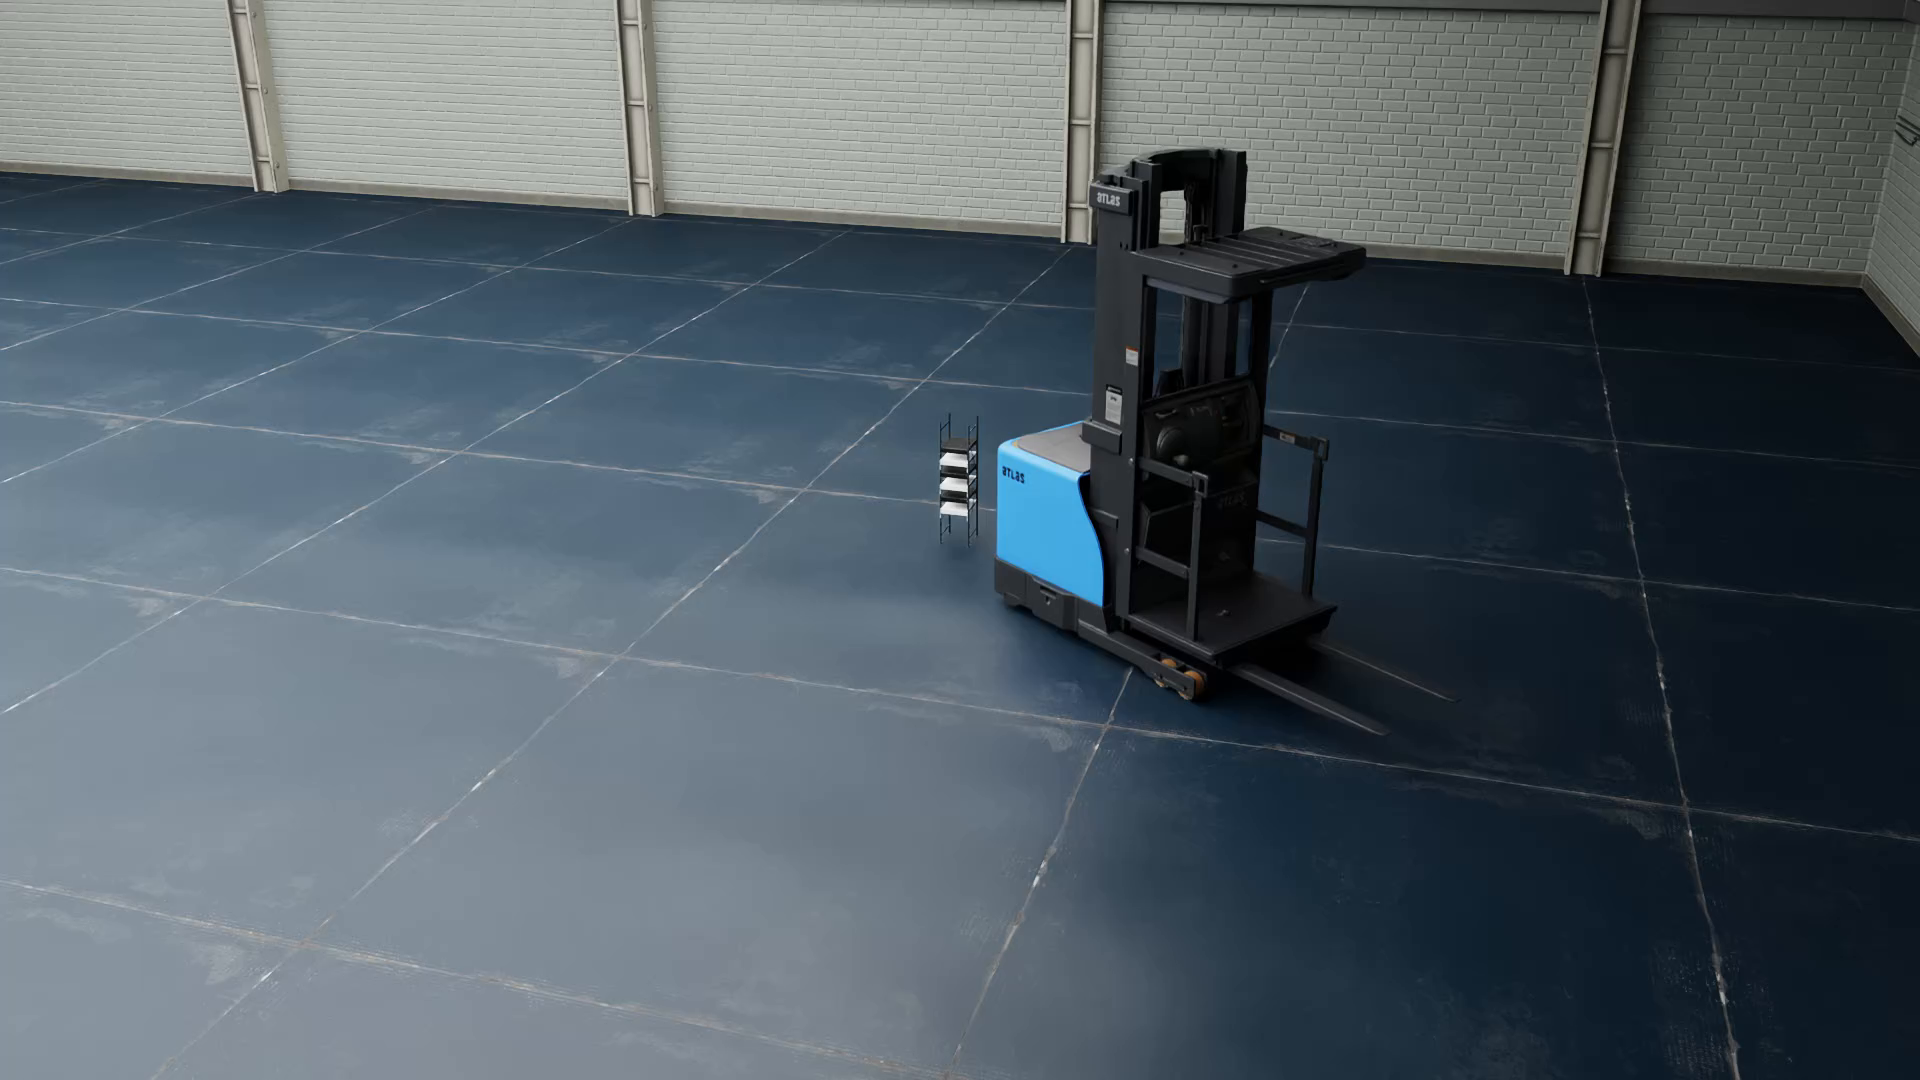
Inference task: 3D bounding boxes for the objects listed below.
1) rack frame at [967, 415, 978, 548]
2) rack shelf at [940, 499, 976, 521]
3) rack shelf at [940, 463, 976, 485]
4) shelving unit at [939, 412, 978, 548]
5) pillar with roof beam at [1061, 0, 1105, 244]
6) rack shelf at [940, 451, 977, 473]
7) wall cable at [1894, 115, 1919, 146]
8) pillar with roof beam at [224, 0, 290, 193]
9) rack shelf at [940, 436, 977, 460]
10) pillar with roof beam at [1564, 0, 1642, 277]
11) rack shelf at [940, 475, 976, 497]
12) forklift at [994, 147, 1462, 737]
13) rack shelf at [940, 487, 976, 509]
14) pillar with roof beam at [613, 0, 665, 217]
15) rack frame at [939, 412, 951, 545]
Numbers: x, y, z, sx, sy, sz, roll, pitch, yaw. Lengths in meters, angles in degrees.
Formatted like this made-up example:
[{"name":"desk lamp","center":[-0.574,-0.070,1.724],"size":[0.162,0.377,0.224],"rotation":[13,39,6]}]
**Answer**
[{"name":"rack frame","center":[0.090,-0.406,11.574],"size":[0.006,0.900,0.240],"rotation":[7,23,16]},{"name":"rack shelf","center":[-0.008,-0.220,11.682],"size":[0.200,0.077,0.258],"rotation":[7,23,16]},{"name":"rack shelf","center":[-0.008,-0.470,11.580],"size":[0.200,0.077,0.258],"rotation":[7,23,16]},{"name":"shelving unit","center":[-0.008,-0.417,11.601],"size":[0.210,0.900,0.258],"rotation":[7,23,16]},{"name":"pillar with roof beam","center":[0.257,-6.370,15.443],"size":[0.400,9.000,9.100],"rotation":[7,23,16]},{"name":"rack shelf","center":[-0.008,-0.553,11.546],"size":[0.200,0.077,0.258],"rotation":[7,23,16]},{"name":"wall cable","center":[9.683,-5.037,16.283],"size":[0.112,2.526,3.097],"rotation":[7,23,16]},{"name":"pillar with roof beam","center":[-11.232,-7.686,18.650],"size":[0.400,9.000,9.100],"rotation":[7,23,16]},{"name":"rack shelf","center":[-0.008,-0.636,11.512],"size":[0.200,0.077,0.258],"rotation":[7,23,16]},{"name":"pillar with roof beam","center":[6.001,-5.713,13.839],"size":[0.400,9.000,9.100],"rotation":[7,23,16]},{"name":"rack shelf","center":[-0.008,-0.386,11.614],"size":[0.200,0.077,0.258],"rotation":[7,23,16]},{"name":"forklift","center":[1.535,-0.653,9.500],"size":[1.130,2.935,3.031],"rotation":[-17,28,-35]},{"name":"rack shelf","center":[-0.008,-0.303,11.648],"size":[0.200,0.077,0.258],"rotation":[7,23,16]},{"name":"pillar with roof beam","center":[-5.488,-7.028,17.046],"size":[0.400,9.000,9.100],"rotation":[7,23,16]},{"name":"rack frame","center":[-0.105,-0.428,11.629],"size":[0.006,0.900,0.240],"rotation":[7,23,16]}]
